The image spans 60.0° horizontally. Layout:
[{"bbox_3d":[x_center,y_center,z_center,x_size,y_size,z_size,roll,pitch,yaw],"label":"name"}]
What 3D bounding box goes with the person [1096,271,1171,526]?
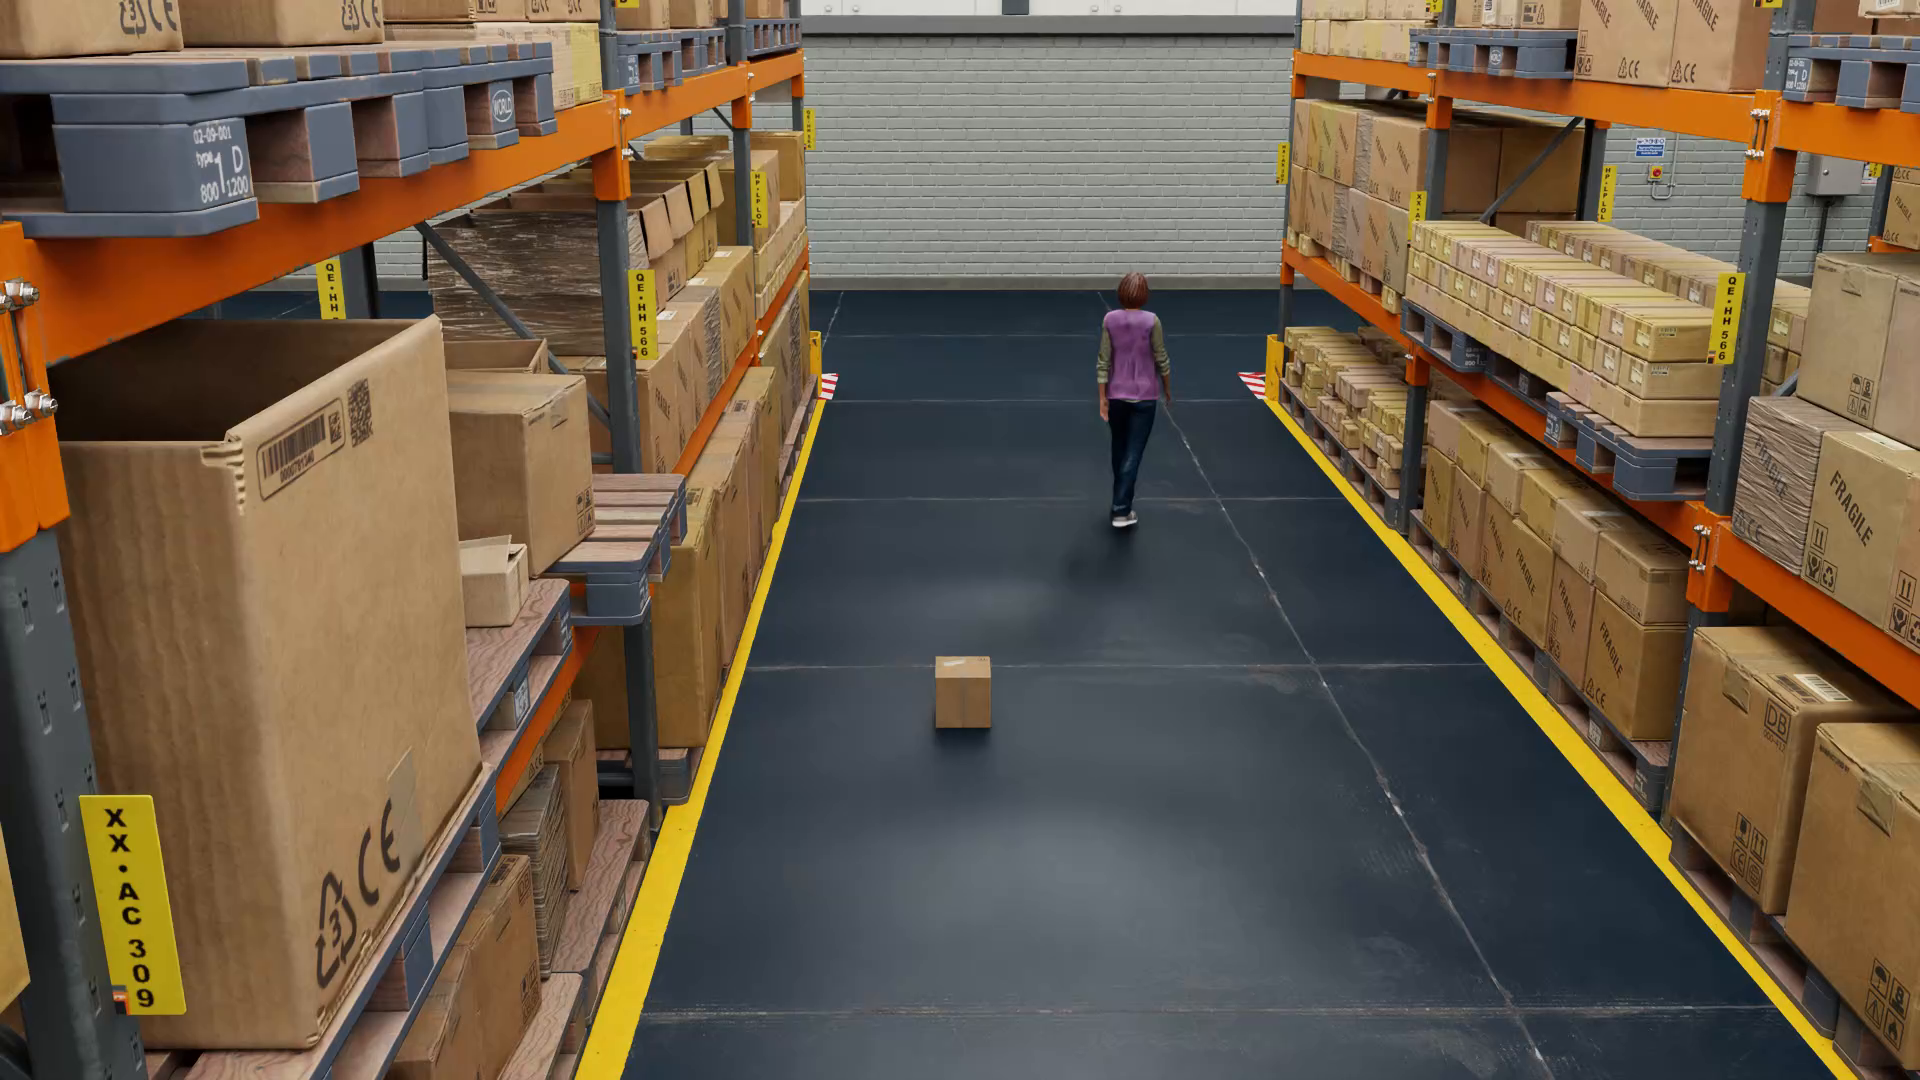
[{"bbox_3d":[1.109,-0.915,10.435,0.424,1.565,0.837,7,19,22],"label":"person"}]
